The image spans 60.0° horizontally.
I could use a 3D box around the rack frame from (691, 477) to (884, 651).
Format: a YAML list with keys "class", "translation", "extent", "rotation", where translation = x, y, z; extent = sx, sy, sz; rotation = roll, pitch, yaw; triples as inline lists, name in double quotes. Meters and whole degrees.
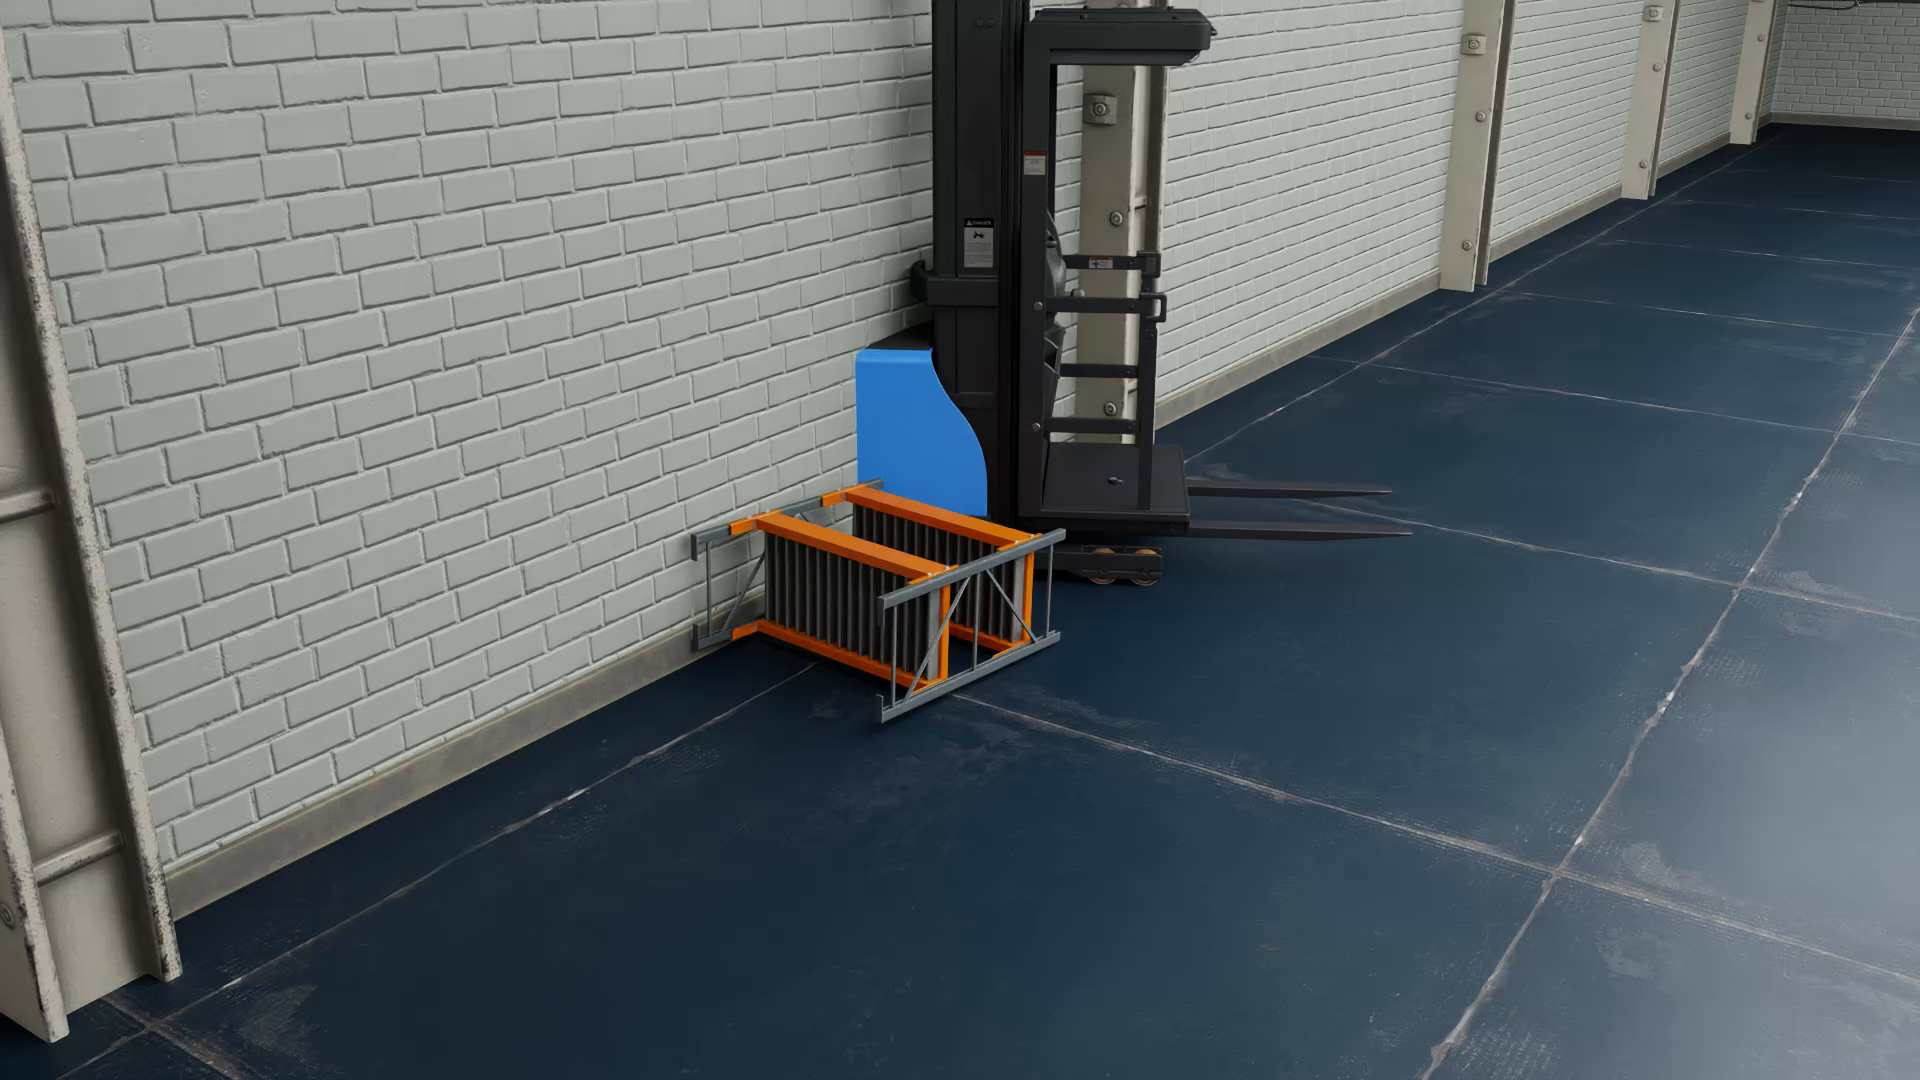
- class: "rack frame"
  translation: [-0.721, 0.085, 7.181]
  extent: [0.032, 0.500, 1.125]
  rotation: [17, 24, 37]

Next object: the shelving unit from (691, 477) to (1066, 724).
- class: "shelving unit"
  translation: [-0.330, 0.202, 6.878]
  extent: [1.048, 0.538, 1.125]
  rotation: [17, 24, 37]

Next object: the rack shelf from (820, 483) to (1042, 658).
- class: "rack shelf"
  translation: [-0.143, 0.135, 7.093]
  extent: [1.000, 0.538, 0.278]
  rotation: [17, 24, 37]

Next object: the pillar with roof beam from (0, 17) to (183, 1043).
- class: "pillar with roof beam"
  translation: [1.059, -2.091, 0.947]
  extent: [9.100, 9.000, 0.400]
  rotation: [13, 24, 32]

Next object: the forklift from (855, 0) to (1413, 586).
- class: "forklift"
  translation: [0.620, -1.356, 7.705]
  extent: [3.031, 2.935, 1.130]
  rotation: [2, 20, 5]

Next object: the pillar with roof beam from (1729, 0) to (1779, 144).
- class: "pillar with roof beam"
  translation: [14.550, -8.977, 19.563]
  extent: [9.100, 9.000, 0.400]
  rotation: [13, 24, 32]

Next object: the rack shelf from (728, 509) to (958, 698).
- class: "rack shelf"
  translation: [-0.486, 0.259, 6.699]
  extent: [1.000, 0.538, 0.278]
  rotation: [17, 24, 37]

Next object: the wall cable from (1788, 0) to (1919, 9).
- class: "wall cable"
  translation: [13.739, -8.948, 23.959]
  extent: [3.097, 2.526, 0.112]
  rotation: [13, 24, 32]

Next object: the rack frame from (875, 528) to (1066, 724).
- class: "rack frame"
  translation: [0.061, 0.319, 6.575]
  extent: [0.032, 0.500, 1.125]
  rotation: [17, 24, 37]

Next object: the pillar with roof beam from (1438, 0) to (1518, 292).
- class: "pillar with roof beam"
  translation: [7.804, -5.534, 10.255]
  extent: [9.100, 9.000, 0.400]
  rotation: [13, 24, 32]

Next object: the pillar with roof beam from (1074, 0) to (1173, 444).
- class: "pillar with roof beam"
  translation: [4.431, -3.813, 5.601]
  extent: [9.100, 9.000, 0.400]
  rotation: [13, 24, 32]

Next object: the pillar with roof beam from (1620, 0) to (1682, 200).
- class: "pillar with roof beam"
  translation: [11.177, -7.256, 14.909]
  extent: [9.100, 9.000, 0.400]
  rotation: [13, 24, 32]
